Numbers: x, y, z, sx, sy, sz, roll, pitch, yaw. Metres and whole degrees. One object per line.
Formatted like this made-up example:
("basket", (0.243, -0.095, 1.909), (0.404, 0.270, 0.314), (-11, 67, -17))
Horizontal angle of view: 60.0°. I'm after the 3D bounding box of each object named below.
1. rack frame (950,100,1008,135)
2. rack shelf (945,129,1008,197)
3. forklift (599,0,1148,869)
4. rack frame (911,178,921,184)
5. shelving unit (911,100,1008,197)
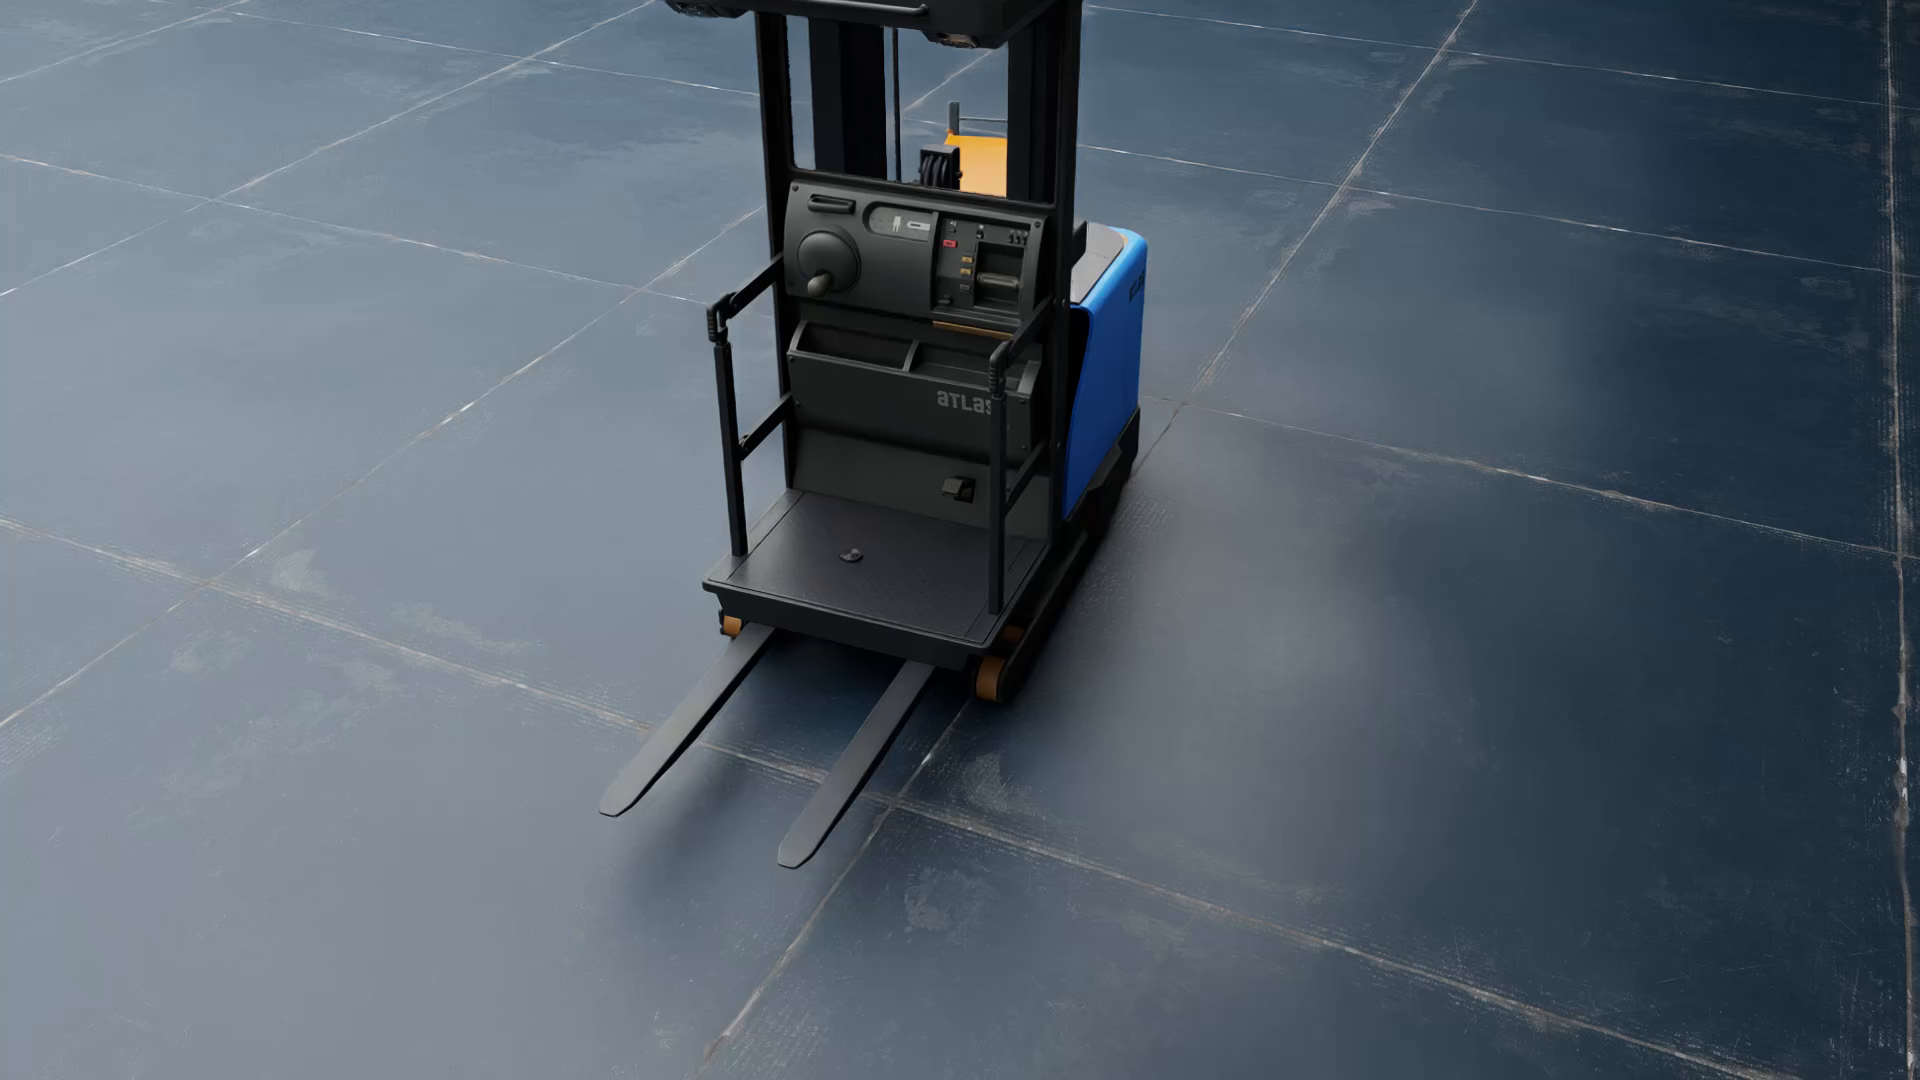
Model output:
("rack frame", (0.201, -1.583, 8.139), (0.500, 1.125, 0.032), (5, 34, 7))
("rack shelf", (0.122, -1.553, 7.558), (0.538, 0.278, 1.000), (5, 34, 7))
("forklift", (-0.241, -0.915, 5.472), (1.130, 2.935, 3.031), (12, 35, 18))
("rack frame", (0.043, -1.033, 7.299), (0.500, 1.125, 0.032), (5, 34, 7))
("shelving unit", (0.122, -1.308, 7.719), (0.538, 1.125, 1.048), (5, 34, 7))
